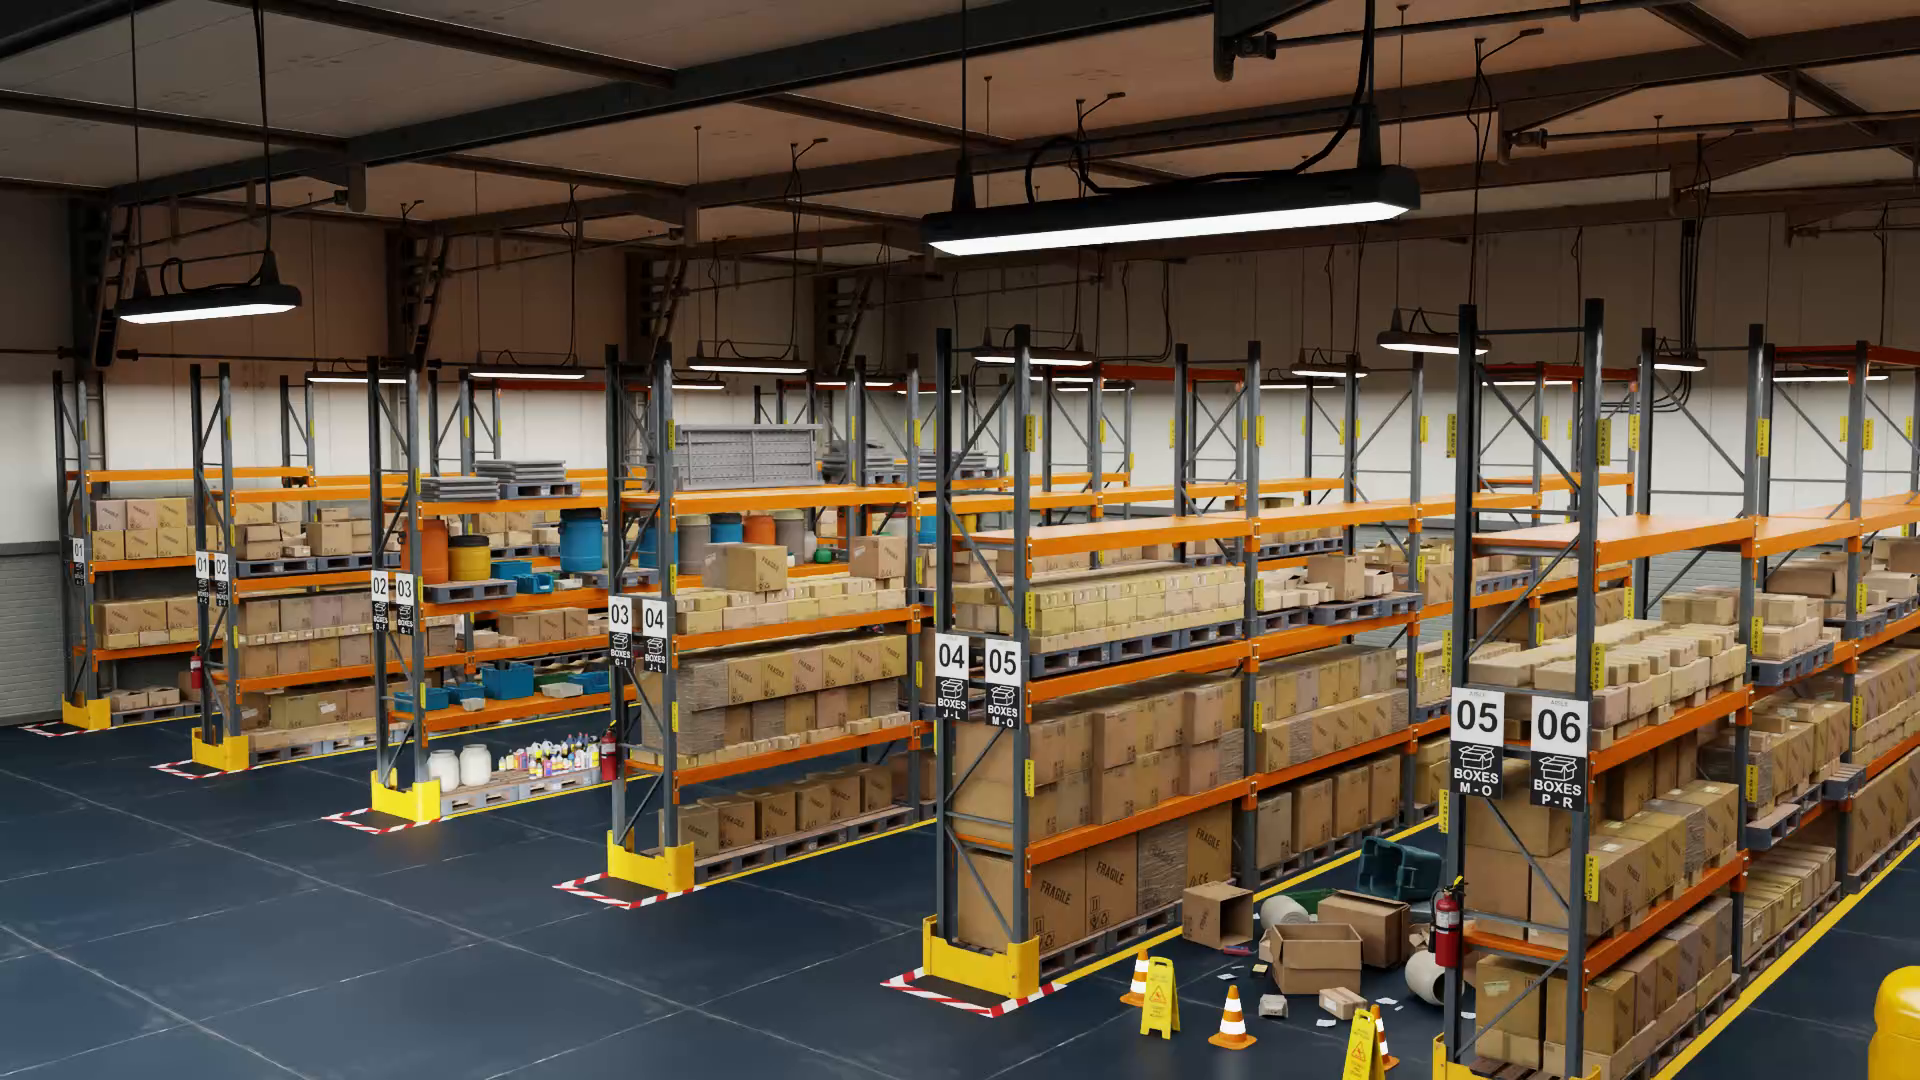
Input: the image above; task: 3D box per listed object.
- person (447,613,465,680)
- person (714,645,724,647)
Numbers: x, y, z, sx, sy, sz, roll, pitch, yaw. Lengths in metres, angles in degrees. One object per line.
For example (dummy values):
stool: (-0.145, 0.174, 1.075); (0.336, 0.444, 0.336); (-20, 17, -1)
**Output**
person: (-9.528, 2.013, 31.463); (0.618, 1.809, 0.552); (-3, 5, -40)
person: (-4.252, 1.954, 29.745); (0.610, 1.790, 0.668); (-2, 5, -31)
